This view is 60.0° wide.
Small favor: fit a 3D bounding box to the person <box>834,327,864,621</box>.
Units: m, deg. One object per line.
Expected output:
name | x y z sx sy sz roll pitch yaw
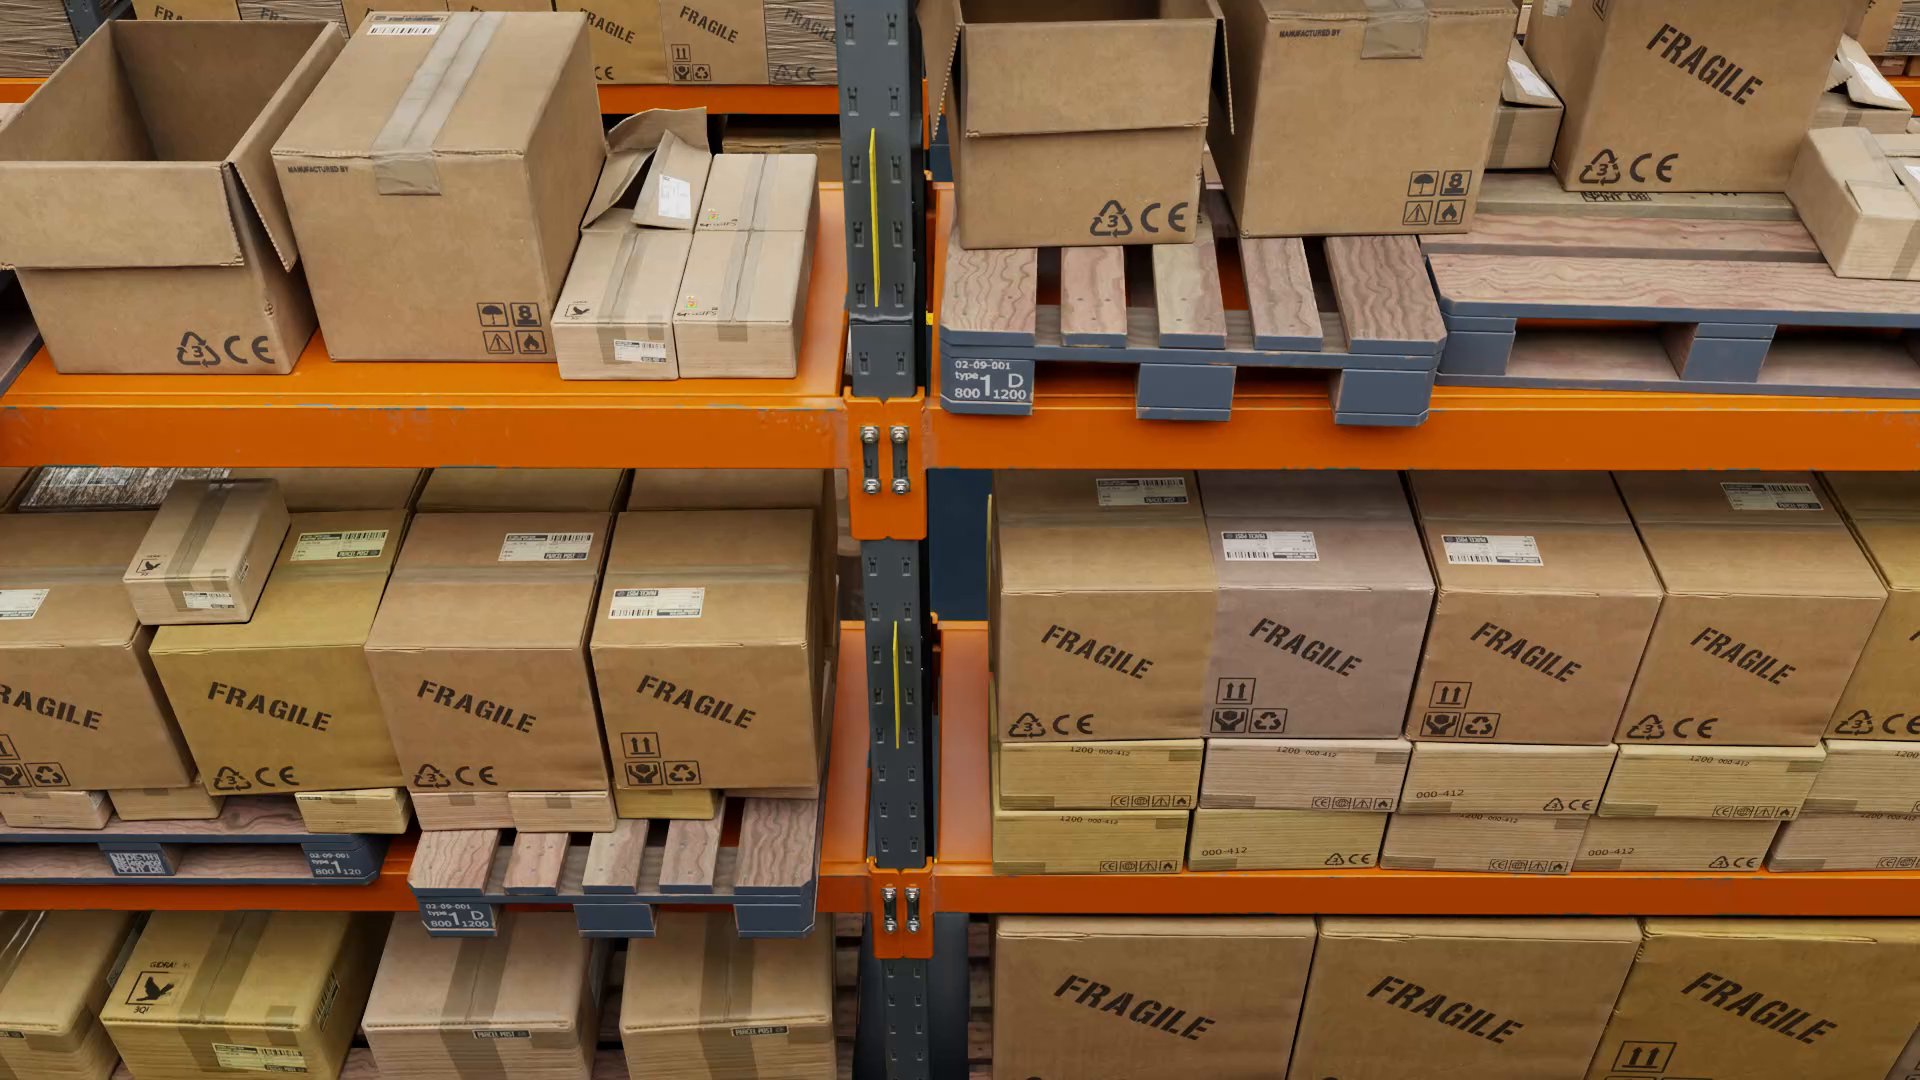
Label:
person | -0.503 -0.043 6.191 0.578 1.761 0.504 -1 39 -2
